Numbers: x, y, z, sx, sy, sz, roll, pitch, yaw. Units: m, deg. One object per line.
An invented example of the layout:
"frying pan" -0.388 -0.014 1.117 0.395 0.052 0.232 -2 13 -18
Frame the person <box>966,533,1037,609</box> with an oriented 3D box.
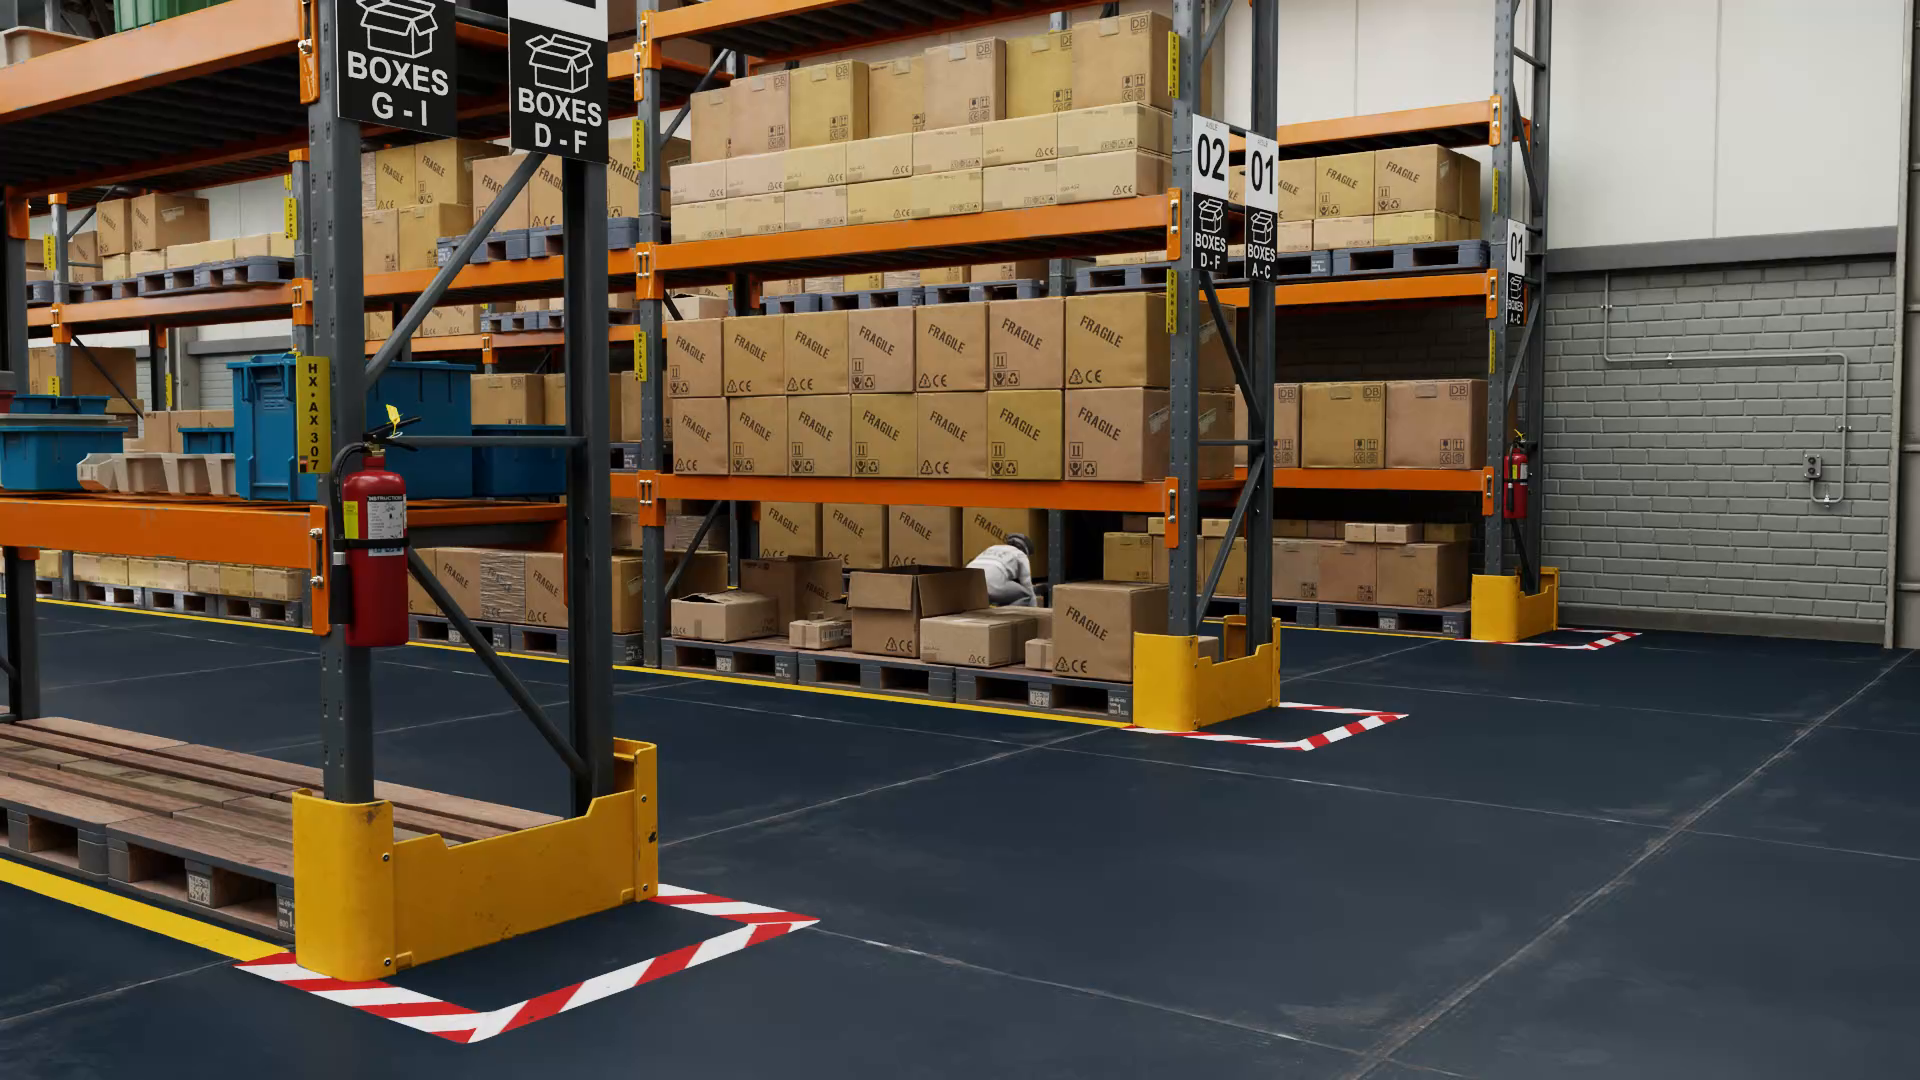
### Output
"person" 0.332 0.382 13.379 0.473 0.853 0.886 2 4 35
